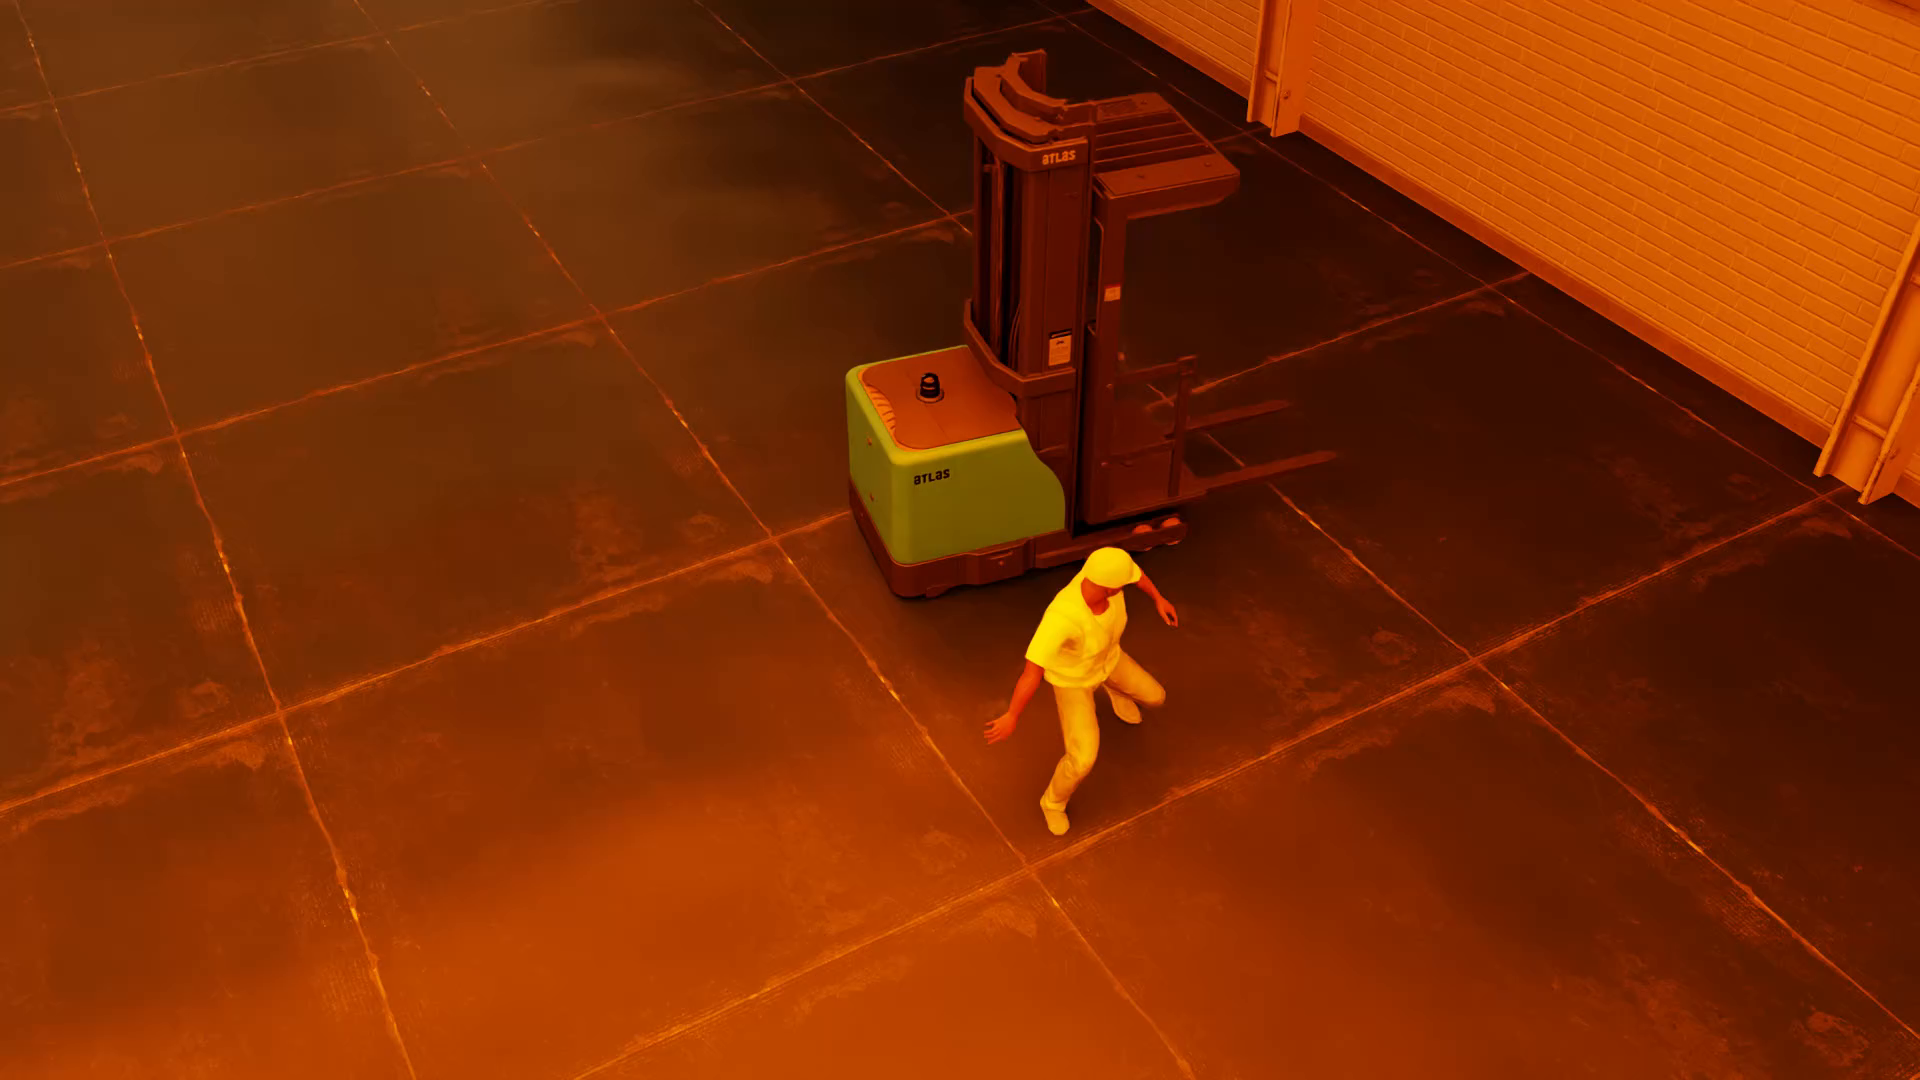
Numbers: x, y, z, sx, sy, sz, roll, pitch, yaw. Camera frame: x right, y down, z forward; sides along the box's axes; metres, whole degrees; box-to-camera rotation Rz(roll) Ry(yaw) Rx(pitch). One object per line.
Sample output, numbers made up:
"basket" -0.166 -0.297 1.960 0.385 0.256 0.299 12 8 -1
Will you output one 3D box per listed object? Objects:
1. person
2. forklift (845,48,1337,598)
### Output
"person" 0.621 0.677 8.303 0.510 1.654 1.214 31 49 32
"forklift" 0.876 -1.361 9.677 3.031 2.935 1.130 -13 41 -15
